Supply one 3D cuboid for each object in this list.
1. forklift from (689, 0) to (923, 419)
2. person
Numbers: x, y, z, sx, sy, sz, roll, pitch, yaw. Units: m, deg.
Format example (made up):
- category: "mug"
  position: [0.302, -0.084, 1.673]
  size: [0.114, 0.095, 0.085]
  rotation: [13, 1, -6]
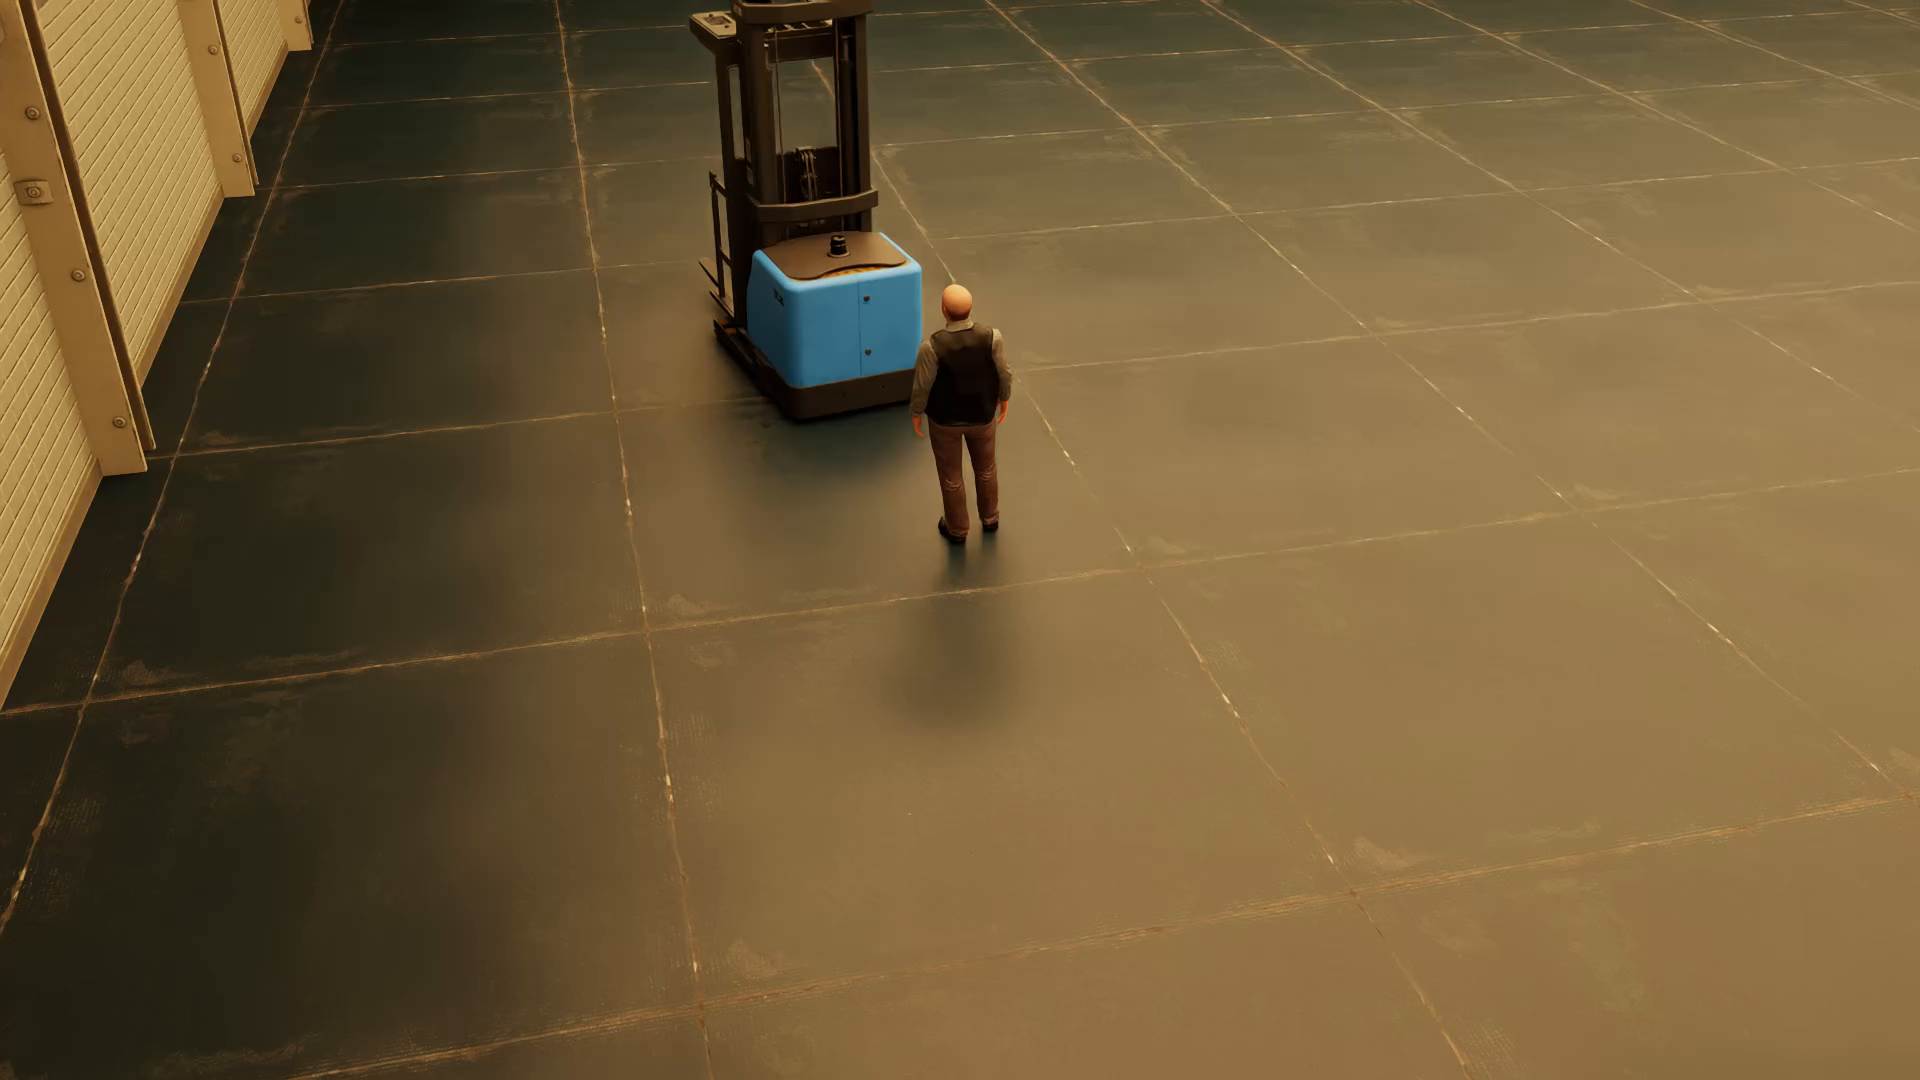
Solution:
- category: "forklift"
  position: [-1.313, -2.852, 12.501]
  size: [1.130, 2.935, 3.031]
  rotation: [-12, 32, -20]
- category: "person"
  position: [-0.006, -0.782, 10.119]
  size: [0.632, 1.720, 0.568]
  rotation: [-7, 31, -12]
